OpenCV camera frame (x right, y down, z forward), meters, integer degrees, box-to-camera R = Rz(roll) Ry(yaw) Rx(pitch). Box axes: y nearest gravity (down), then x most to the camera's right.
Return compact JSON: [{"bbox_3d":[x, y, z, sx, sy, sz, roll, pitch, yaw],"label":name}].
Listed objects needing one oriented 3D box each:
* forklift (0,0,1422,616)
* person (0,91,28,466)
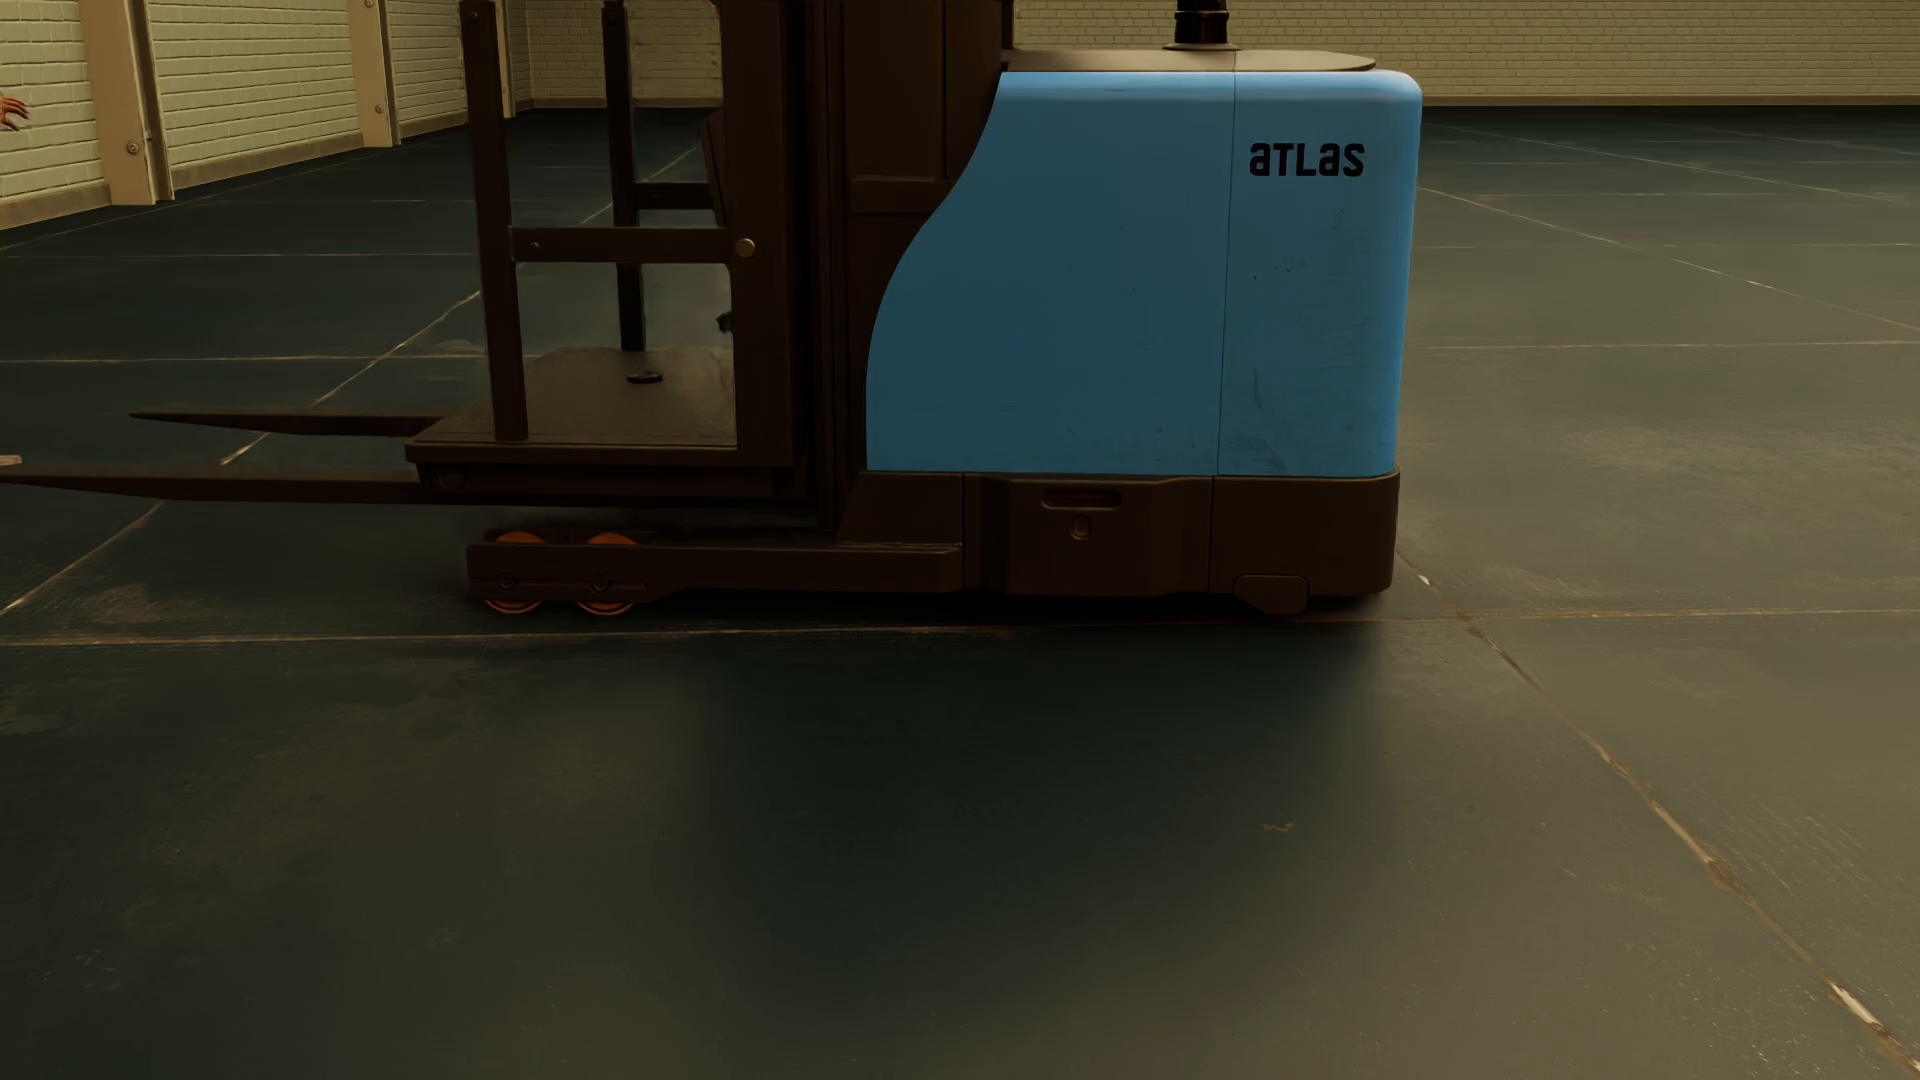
[{"bbox_3d":[-0.607,-1.399,3.480,3.031,2.935,1.130,1,17,3],"label":"forklift"},{"bbox_3d":[-2.878,-0.931,4.516,0.689,1.431,0.965,-8,19,-25],"label":"person"}]
